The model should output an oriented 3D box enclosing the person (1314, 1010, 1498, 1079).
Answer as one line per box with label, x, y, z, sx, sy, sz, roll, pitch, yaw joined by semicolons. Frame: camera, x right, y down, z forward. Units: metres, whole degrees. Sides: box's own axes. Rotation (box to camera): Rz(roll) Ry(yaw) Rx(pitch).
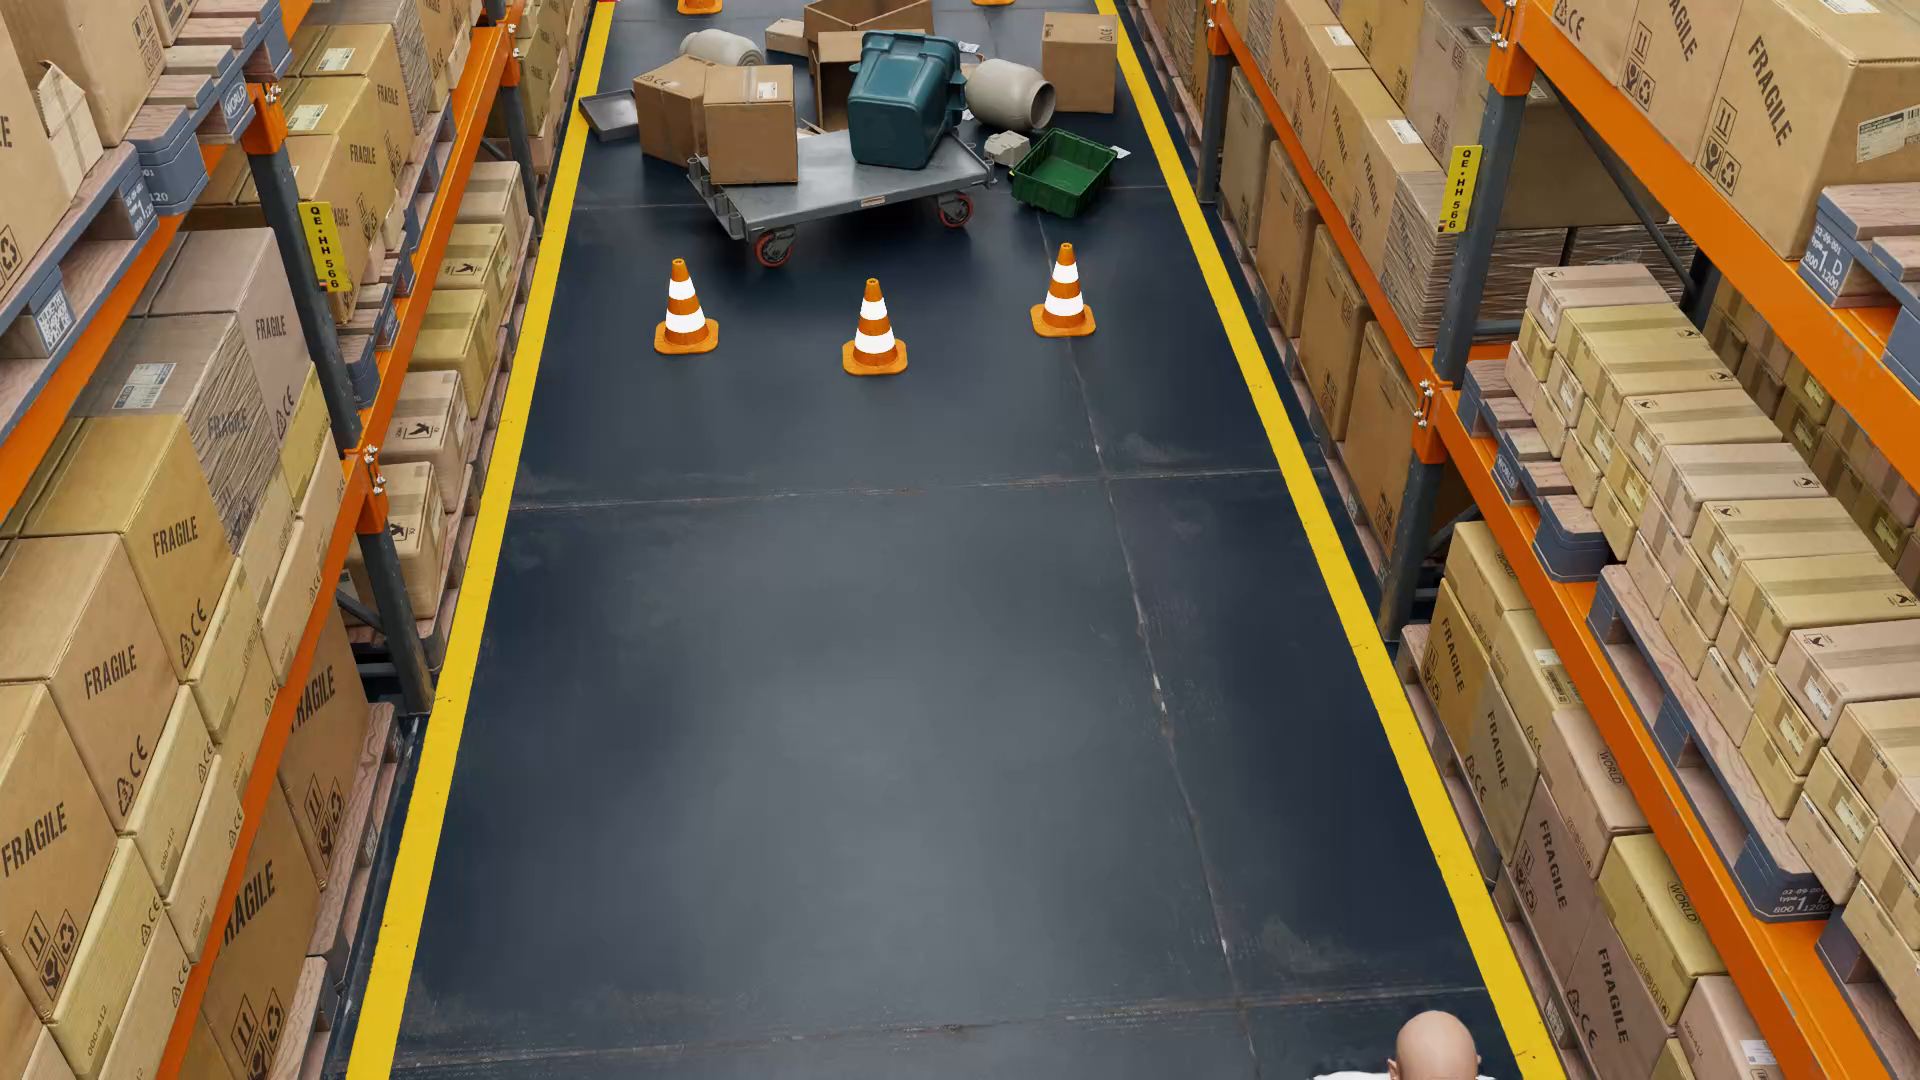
person;1.034;1.744;3.978;0.618;1.715;1.166;-2;39;-3
